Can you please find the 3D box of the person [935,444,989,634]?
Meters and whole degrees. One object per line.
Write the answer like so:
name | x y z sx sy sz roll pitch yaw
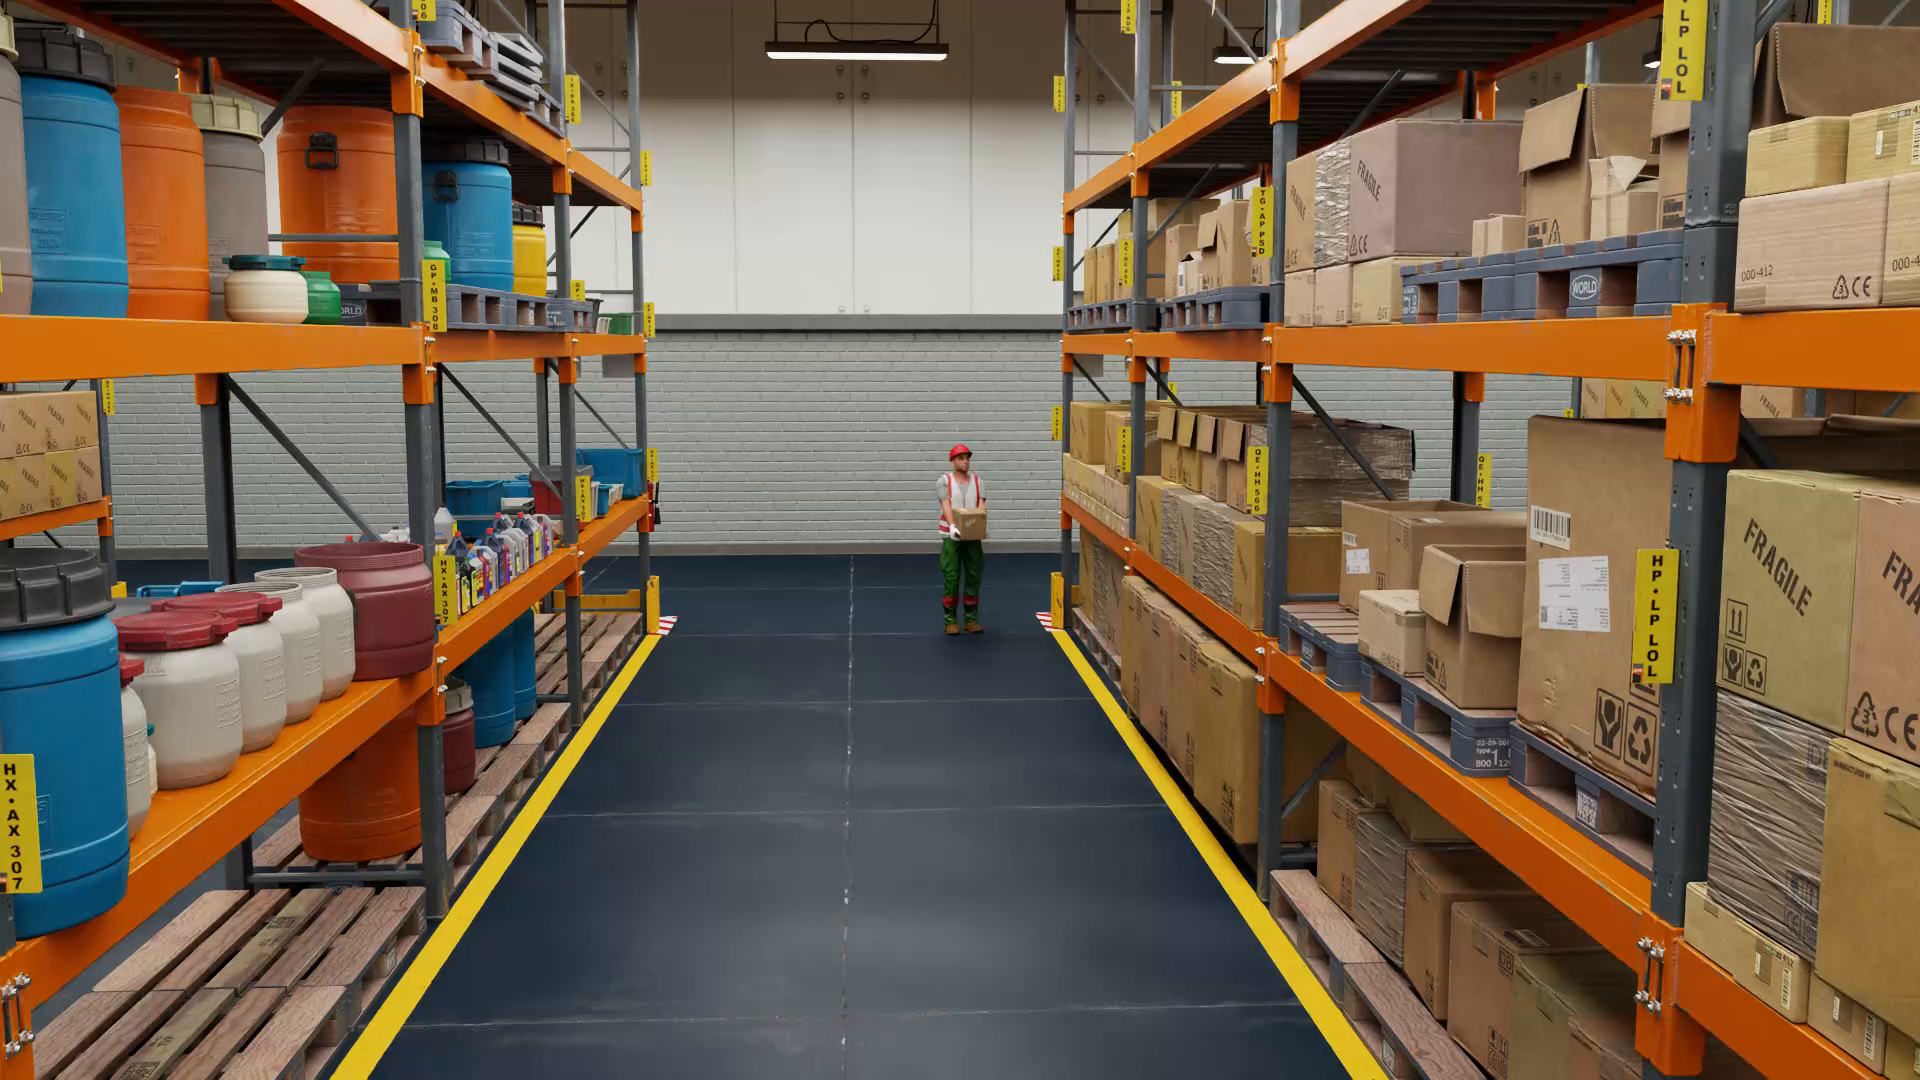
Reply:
person | 0.048 -0.003 15.691 0.494 1.782 0.573 -2 7 -18
